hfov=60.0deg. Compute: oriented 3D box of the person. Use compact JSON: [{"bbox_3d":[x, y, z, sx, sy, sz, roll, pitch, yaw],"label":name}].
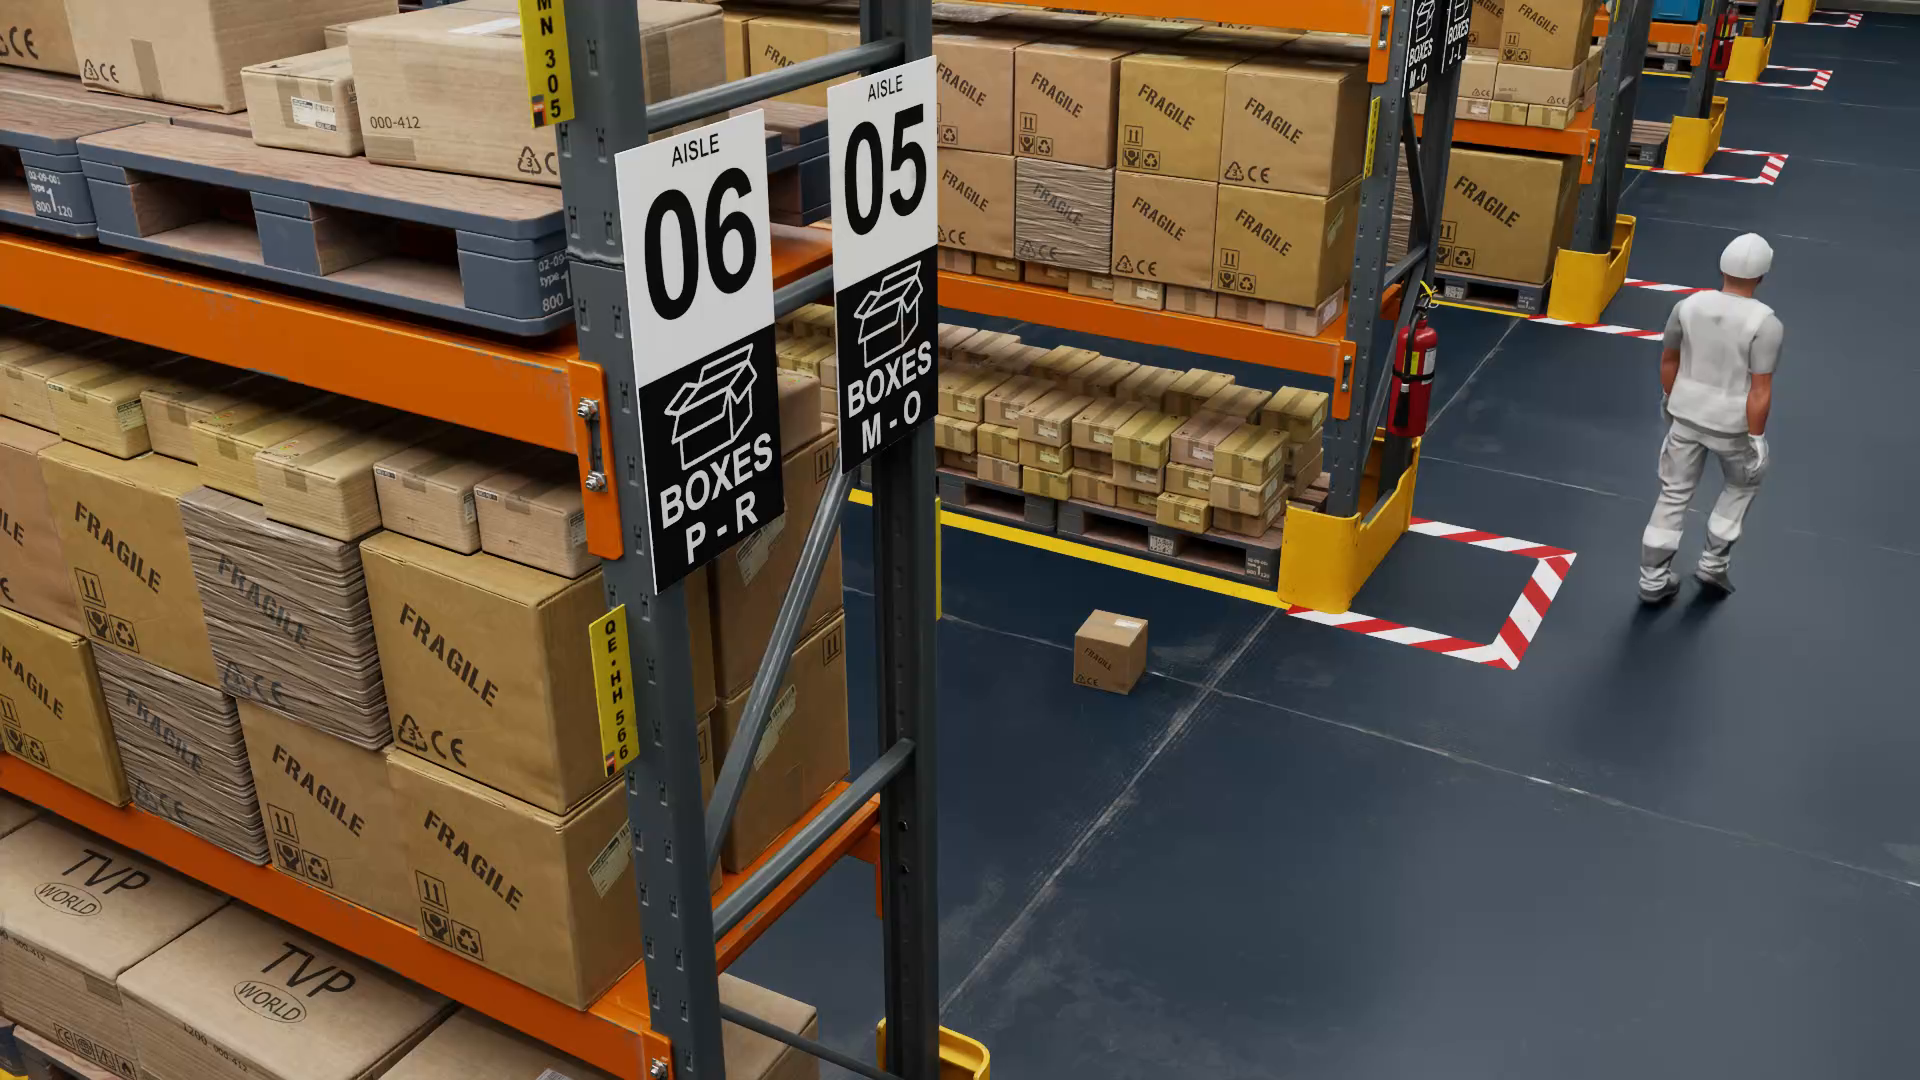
[{"bbox_3d":[3.491,-0.534,7.687,0.580,1.841,0.596,-23,34,-38],"label":"person"}]
